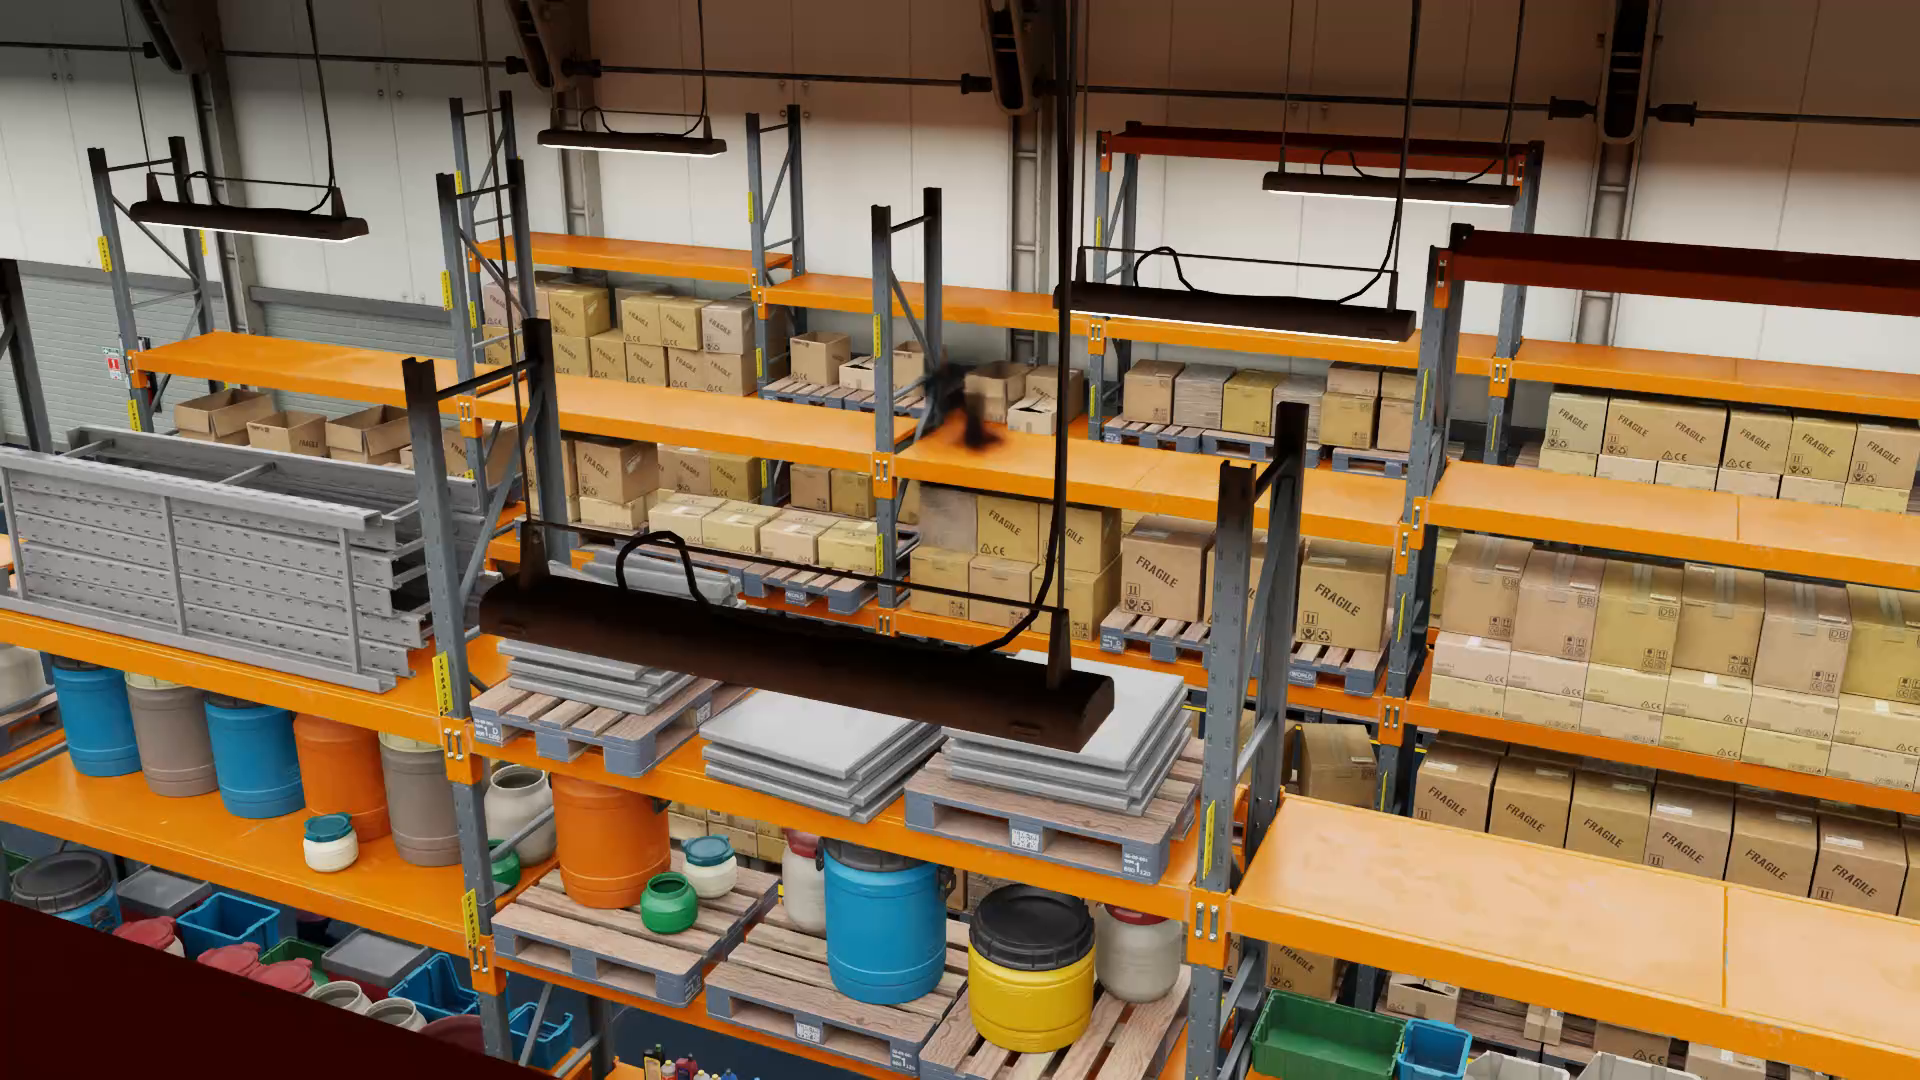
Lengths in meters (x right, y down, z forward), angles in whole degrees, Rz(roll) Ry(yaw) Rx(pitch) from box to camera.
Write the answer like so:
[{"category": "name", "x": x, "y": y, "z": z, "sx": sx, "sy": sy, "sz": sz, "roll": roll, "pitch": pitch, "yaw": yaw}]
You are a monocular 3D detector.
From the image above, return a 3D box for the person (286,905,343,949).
[{"category": "person", "x": -4.921, "y": 2.871, "z": 12.869, "sx": 0.539, "sy": 1.559, "sz": 0.544, "roll": 9, "pitch": 22, "yaw": 22}]

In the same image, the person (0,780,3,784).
[{"category": "person", "x": -8.410, "y": 2.318, "z": 14.183, "sx": 0.732, "sy": 1.736, "sz": 0.622, "roll": 8, "pitch": 22, "yaw": 20}]
